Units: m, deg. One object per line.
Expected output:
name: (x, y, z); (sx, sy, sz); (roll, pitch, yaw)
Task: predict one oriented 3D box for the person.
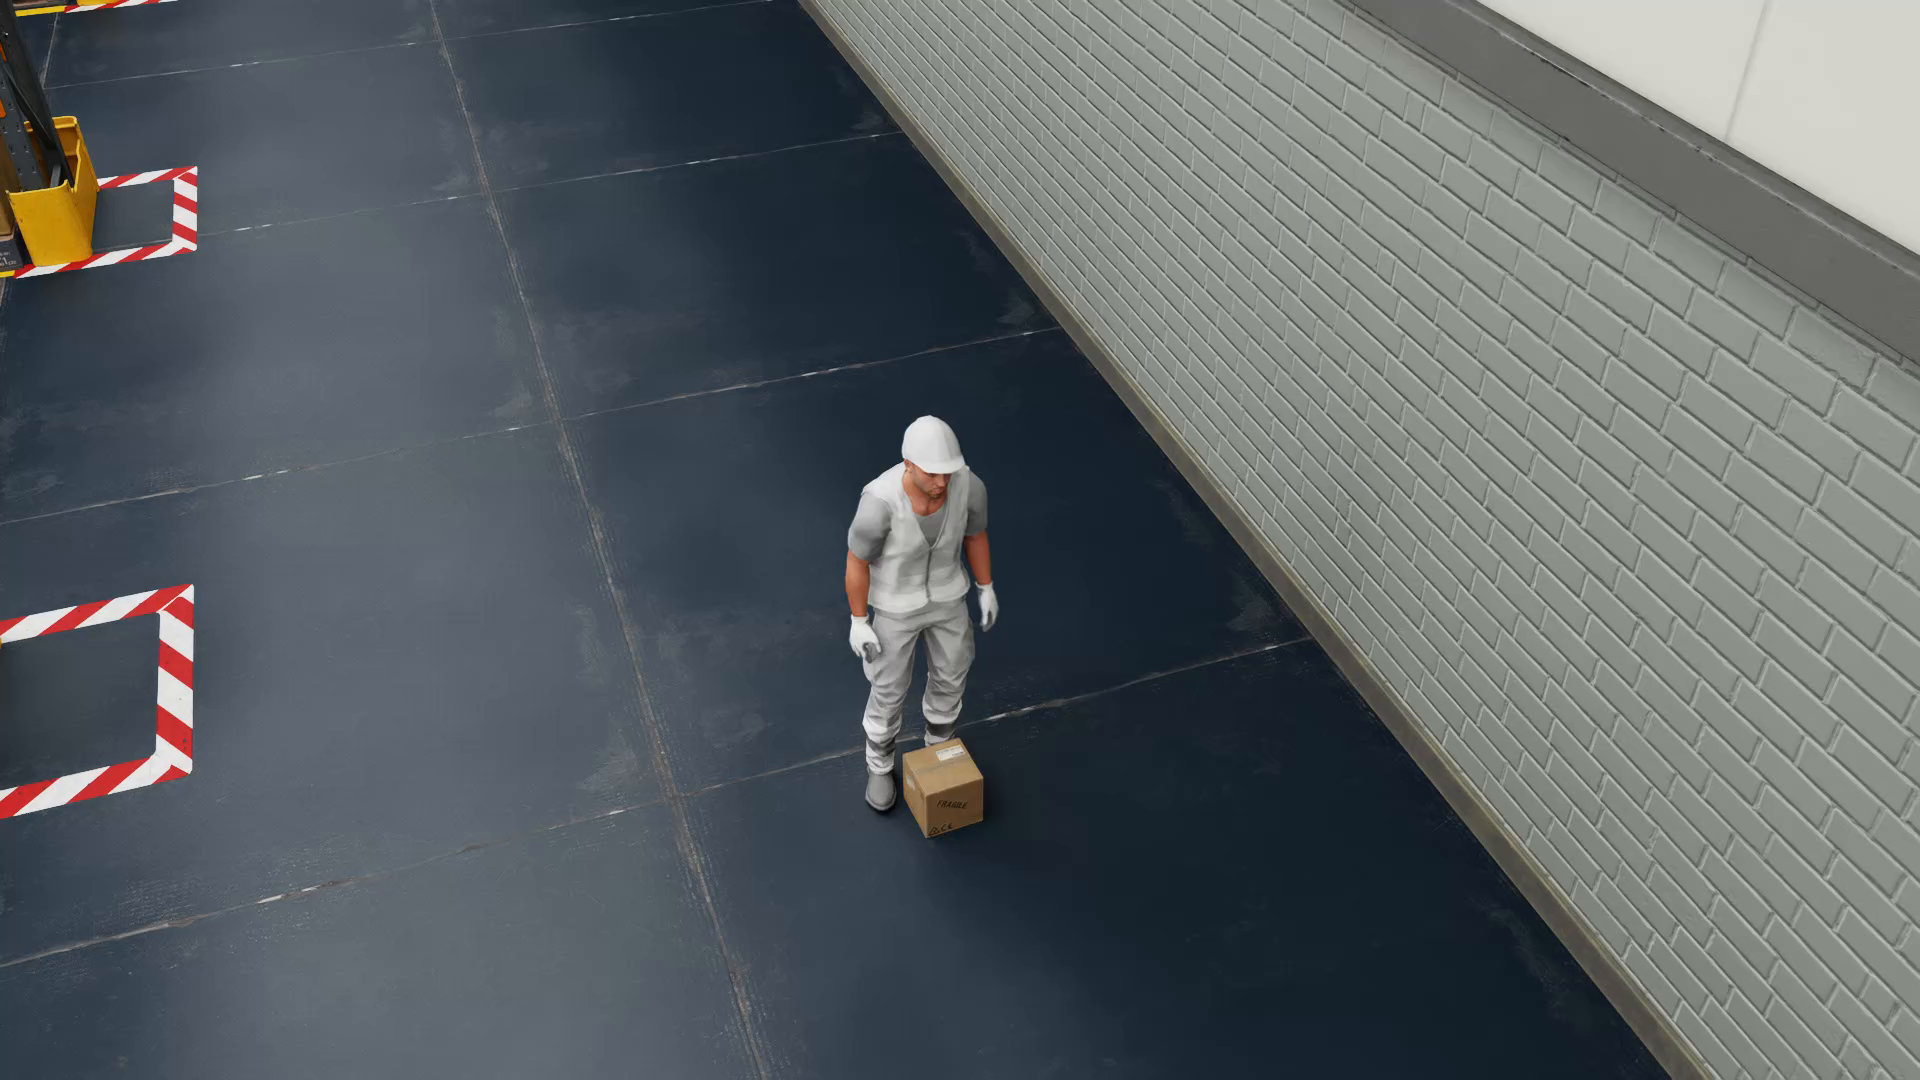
person: (-0.144, 0.264, 6.426); (0.622, 1.781, 0.445); (-14, 40, -18)
